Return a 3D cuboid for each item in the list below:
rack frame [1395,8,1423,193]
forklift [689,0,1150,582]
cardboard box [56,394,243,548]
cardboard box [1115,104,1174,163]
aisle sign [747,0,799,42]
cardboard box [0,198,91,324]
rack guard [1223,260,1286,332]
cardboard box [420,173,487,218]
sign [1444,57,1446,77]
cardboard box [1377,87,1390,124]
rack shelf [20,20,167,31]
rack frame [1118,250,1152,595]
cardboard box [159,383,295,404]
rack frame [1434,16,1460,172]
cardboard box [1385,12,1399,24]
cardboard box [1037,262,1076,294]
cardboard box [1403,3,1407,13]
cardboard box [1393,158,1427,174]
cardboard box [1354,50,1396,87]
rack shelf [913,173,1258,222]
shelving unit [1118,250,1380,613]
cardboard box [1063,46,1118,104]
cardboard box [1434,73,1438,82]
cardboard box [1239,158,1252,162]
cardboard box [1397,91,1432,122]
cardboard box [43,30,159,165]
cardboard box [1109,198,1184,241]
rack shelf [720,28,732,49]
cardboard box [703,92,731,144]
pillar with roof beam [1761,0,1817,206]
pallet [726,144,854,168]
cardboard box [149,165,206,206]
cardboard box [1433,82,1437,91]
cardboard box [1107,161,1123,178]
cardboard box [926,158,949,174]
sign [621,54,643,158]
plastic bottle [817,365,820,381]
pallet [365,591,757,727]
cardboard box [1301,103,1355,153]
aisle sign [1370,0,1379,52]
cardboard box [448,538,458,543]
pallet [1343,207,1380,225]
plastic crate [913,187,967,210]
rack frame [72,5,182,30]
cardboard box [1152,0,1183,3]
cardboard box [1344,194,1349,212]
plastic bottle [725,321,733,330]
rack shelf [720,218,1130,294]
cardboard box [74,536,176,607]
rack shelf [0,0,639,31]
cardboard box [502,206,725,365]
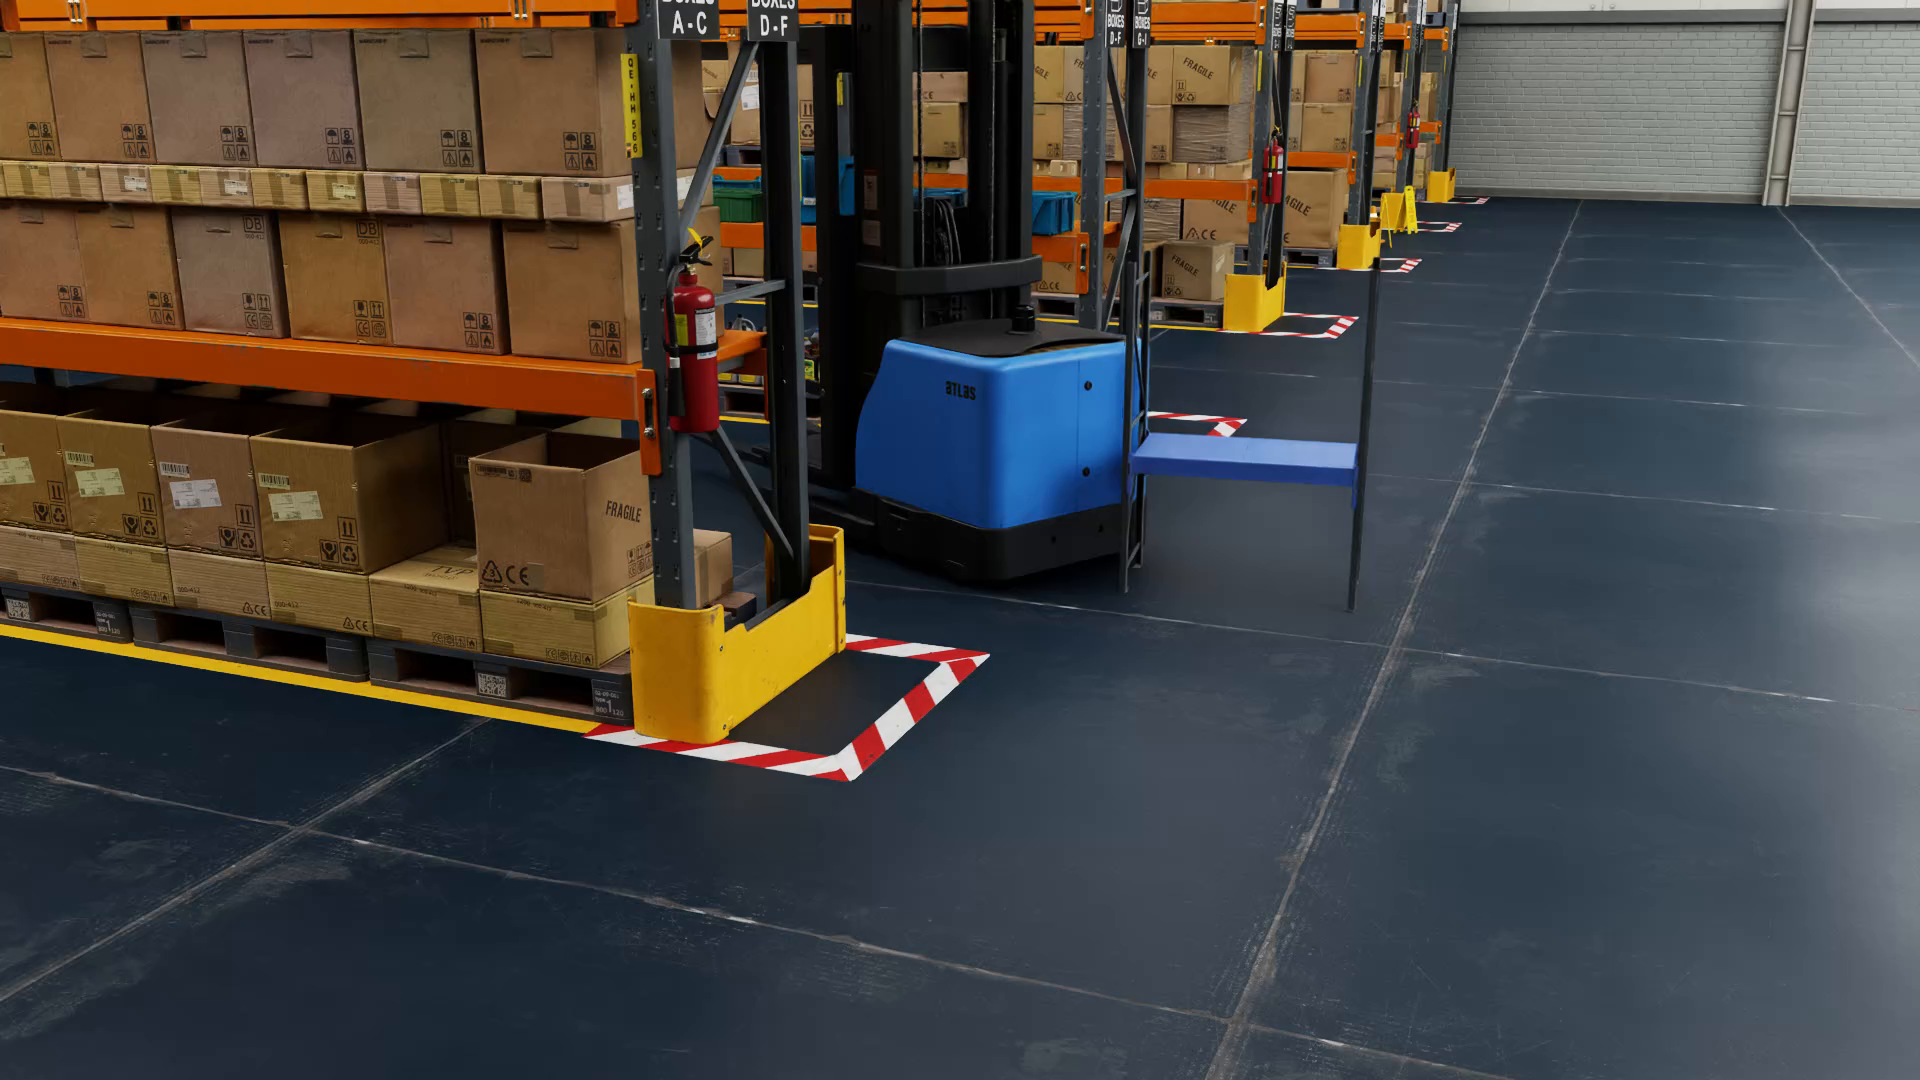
[{"bbox_3d":[6.423,-6.016,23.772,0.127,3.000,1.000,6,17,21],"label":"rack frame"},{"bbox_3d":[-0.402,-1.561,8.549,1.130,2.935,3.031,-13,20,-37],"label":"forklift"},{"bbox_3d":[-3.325,-0.297,6.905,0.500,0.500,0.500,6,17,21],"label":"cardboard box"},{"bbox_3d":[1.777,-3.720,15.151,0.500,0.500,0.875,6,17,21],"label":"cardboard box"},{"bbox_3d":[-0.678,-2.198,5.958,0.004,0.787,0.394,6,17,21],"label":"aisle sign"},{"bbox_3d":[-3.664,-1.238,7.135,0.500,0.500,0.700,6,17,20],"label":"cardboard box"},{"bbox_3d":[2.717,-2.253,15.294,0.348,0.500,1.175,6,17,21],"label":"rack guard"},{"bbox_3d":[-1.758,-1.279,6.111,0.250,0.149,0.380,6,17,20],"label":"cardboard box"},{"bbox_3d":[8.029,-7.835,27.534,0.005,0.325,0.100,6,17,21],"label":"sign"},{"bbox_3d":[5.817,-6.191,23.662,0.500,0.500,0.500,6,17,20],"label":"cardboard box"},{"bbox_3d":[-10.236,-5.973,19.534,4.000,0.370,1.077,6,17,21],"label":"rack shelf"},{"bbox_3d":[0.800,-0.538,7.593,0.032,1.500,0.500,4,17,14],"label":"rack frame"},{"bbox_3d":[-3.133,-0.433,7.373,0.500,0.500,0.500,6,17,21],"label":"cardboard box"},{"bbox_3d":[8.241,-7.304,28.208,0.127,3.000,1.000,6,17,21],"label":"rack frame"},{"bbox_3d":[5.989,-7.300,23.265,0.250,0.149,0.380,6,17,21],"label":"cardboard box"},{"bbox_3d":[1.068,-2.637,15.862,0.500,0.500,0.500,8,18,26],"label":"cardboard box"},{"bbox_3d":[7.359,-8.880,27.773,0.250,0.149,0.380,6,17,19],"label":"cardboard box"},{"bbox_3d":[7.674,-6.394,28.355,0.500,0.250,0.500,6,17,20],"label":"cardboard box"},{"bbox_3d":[5.868,-6.683,23.562,0.500,0.500,0.700,6,17,19],"label":"cardboard box"},{"bbox_3d":[0.927,-3.305,15.724,4.000,0.370,1.077,6,17,21],"label":"rack shelf"},{"bbox_3d":[1.292,-0.502,7.469,1.048,1.500,0.538,4,17,14],"label":"shelving unit"},{"bbox_3d":[1.253,-4.211,15.047,0.500,0.500,0.500,6,17,21],"label":"cardboard box"},{"bbox_3d":[8.007,-7.896,28.371,0.250,0.149,0.380,6,17,20],"label":"cardboard box"},{"bbox_3d":[2.610,-3.416,15.267,0.250,0.149,0.380,6,17,21],"label":"cardboard box"},{"bbox_3d":[7.687,-7.334,28.133,0.500,0.500,0.500,6,17,19],"label":"cardboard box"},{"bbox_3d":[-3.221,-1.811,6.780,0.500,0.500,0.700,6,17,21],"label":"cardboard box"},{"bbox_3d":[2.379,-4.139,20.363,0.875,0.875,0.875,6,17,21],"label":"cardboard box"},{"bbox_3d":[-4.601,-6.840,22.520,4.000,0.370,1.077,6,17,21],"label":"rack shelf"},{"bbox_3d":[-2.580,-4.260,16.784,0.637,0.503,0.797,8,18,26],"label":"cardboard box"},{"bbox_3d":[11.926,-8.760,22.462,0.400,9.000,9.100,6,17,21],"label":"pillar with roof beam"},{"bbox_3d":[-1.591,-3.879,16.755,1.213,0.211,1.003,6,17,21],"label":"pallet"},{"bbox_3d":[-2.951,-1.411,6.565,0.250,0.149,0.380,6,17,20],"label":"cardboard box"},{"bbox_3d":[8.021,-7.766,28.455,0.250,0.149,0.380,6,17,19],"label":"cardboard box"},{"bbox_3d":[1.518,-3.405,15.228,0.250,0.149,0.380,6,17,21],"label":"cardboard box"},{"bbox_3d":[-0.138,-3.564,15.776,0.250,0.149,0.380,6,17,21],"label":"cardboard box"},{"bbox_3d":[-1.063,-1.408,5.396,0.005,0.325,0.100,6,17,21],"label":"sign"},{"bbox_3d":[-0.899,-1.103,11.079,0.097,0.201,0.097,0,16,0],"label":"plastic bottle"},{"bbox_3d":[-1.578,0.394,6.691,1.213,0.211,1.003,6,17,21],"label":"pallet"},{"bbox_3d":[4.339,-4.820,19.384,0.550,0.550,0.875,6,17,21],"label":"cardboard box"},{"bbox_3d":[4.657,-5.886,18.659,0.004,0.787,0.394,6,17,21],"label":"aisle sign"},{"bbox_3d":[-2.200,0.028,7.132,0.500,0.250,0.500,6,17,21],"label":"cardboard box"},{"bbox_3d":[5.610,-4.777,24.506,1.213,0.211,1.003,6,17,21],"label":"pallet"},{"bbox_3d":[-0.208,-2.132,10.658,0.408,0.251,0.499,6,17,21],"label":"plastic crate"},{"bbox_3d":[-6.472,-2.980,13.313,0.127,3.000,1.000,6,17,21],"label":"rack frame"},{"bbox_3d":[1.780,-4.848,14.638,0.500,0.250,0.500,6,17,21],"label":"cardboard box"},{"bbox_3d":[5.550,-4.913,24.150,0.500,0.250,0.500,6,17,20],"label":"cardboard box"},{"bbox_3d":[-1.701,-1.461,12.164,0.133,0.283,0.061,8,18,24],"label":"plastic bottle"},{"bbox_3d":[-0.891,-2.021,11.299,4.000,0.370,1.077,6,17,21],"label":"rack shelf"},{"bbox_3d":[-3.325,0.063,7.009,0.500,0.250,0.500,6,17,21],"label":"cardboard box"},{"bbox_3d":[-2.712,-2.177,6.457,4.000,0.370,1.077,6,17,21],"label":"rack shelf"},{"bbox_3d":[-1.281,-0.976,6.232,0.500,0.500,0.700,6,17,21],"label":"cardboard box"}]
